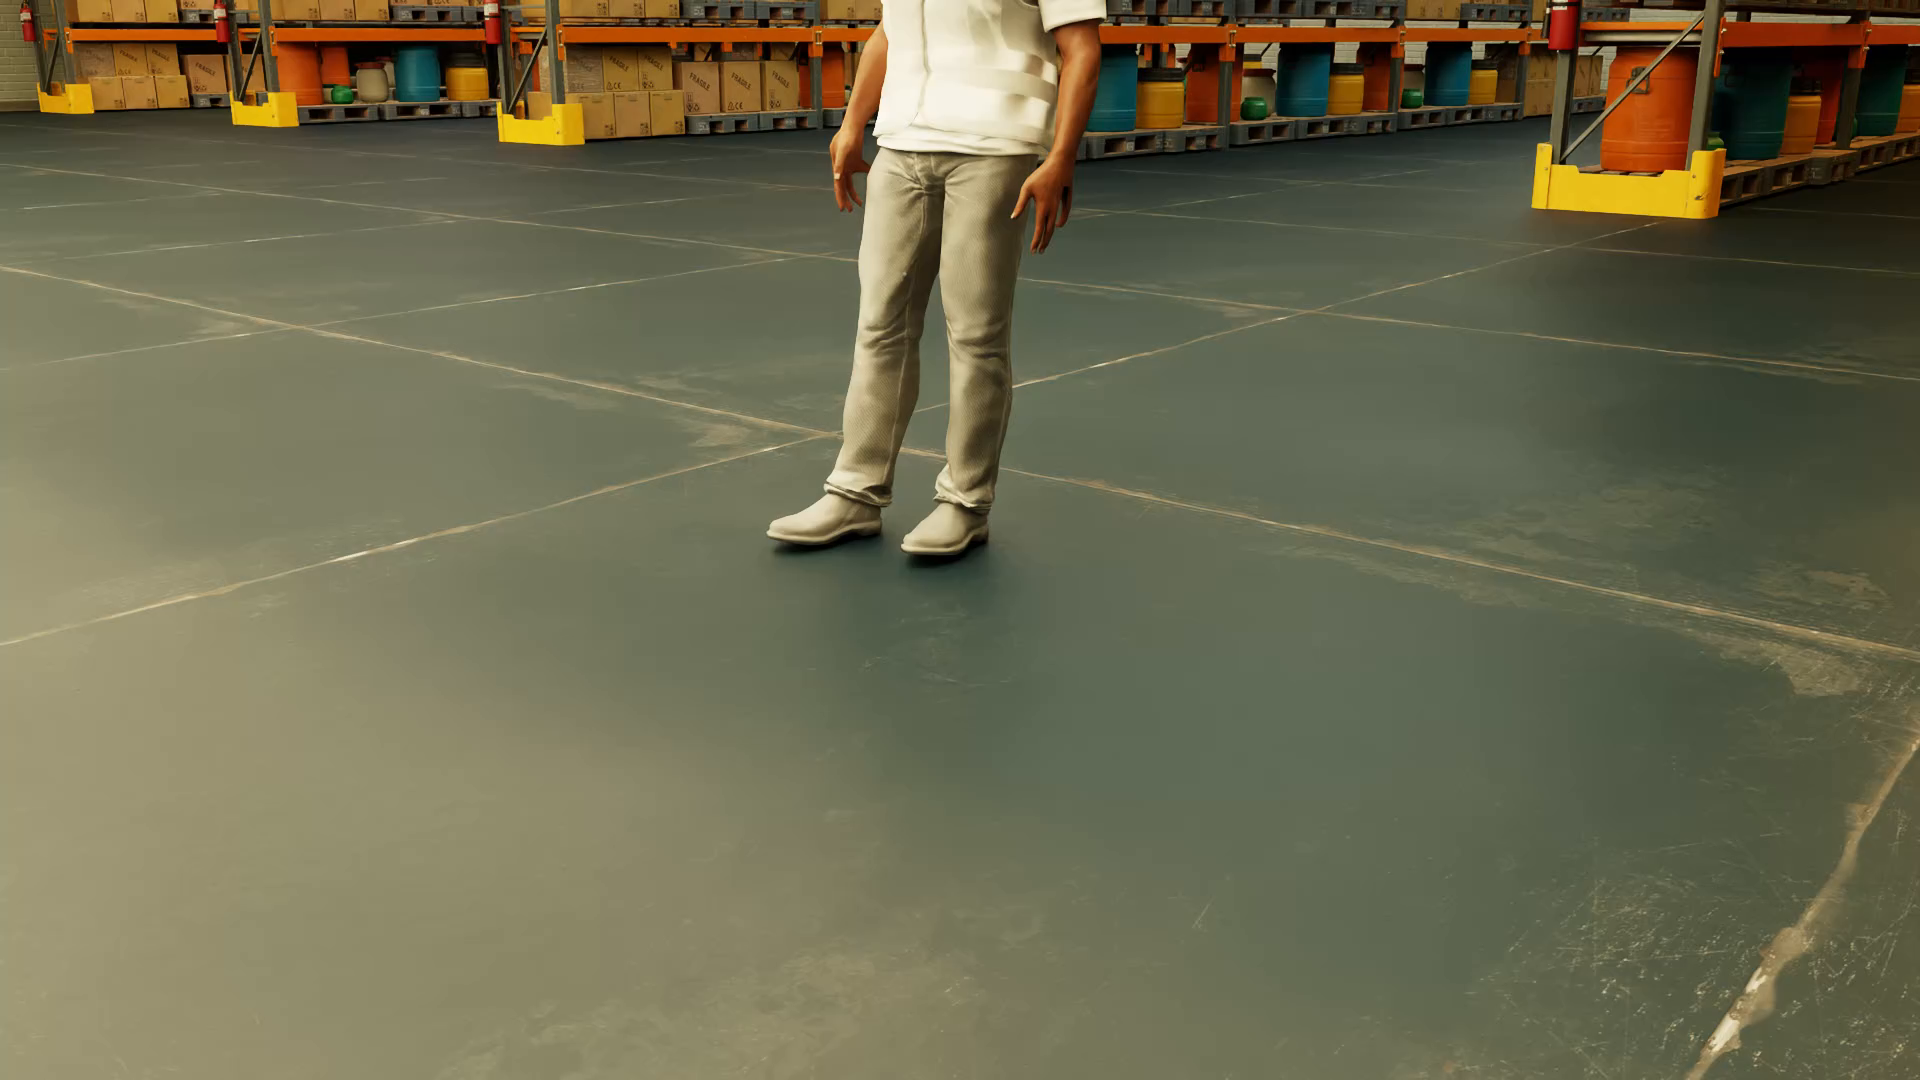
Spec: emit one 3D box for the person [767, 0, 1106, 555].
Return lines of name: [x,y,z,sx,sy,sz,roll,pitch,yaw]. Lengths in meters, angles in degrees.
person: [-0.049,-0.838,3.636,0.665,1.765,0.577,13,21,37]
